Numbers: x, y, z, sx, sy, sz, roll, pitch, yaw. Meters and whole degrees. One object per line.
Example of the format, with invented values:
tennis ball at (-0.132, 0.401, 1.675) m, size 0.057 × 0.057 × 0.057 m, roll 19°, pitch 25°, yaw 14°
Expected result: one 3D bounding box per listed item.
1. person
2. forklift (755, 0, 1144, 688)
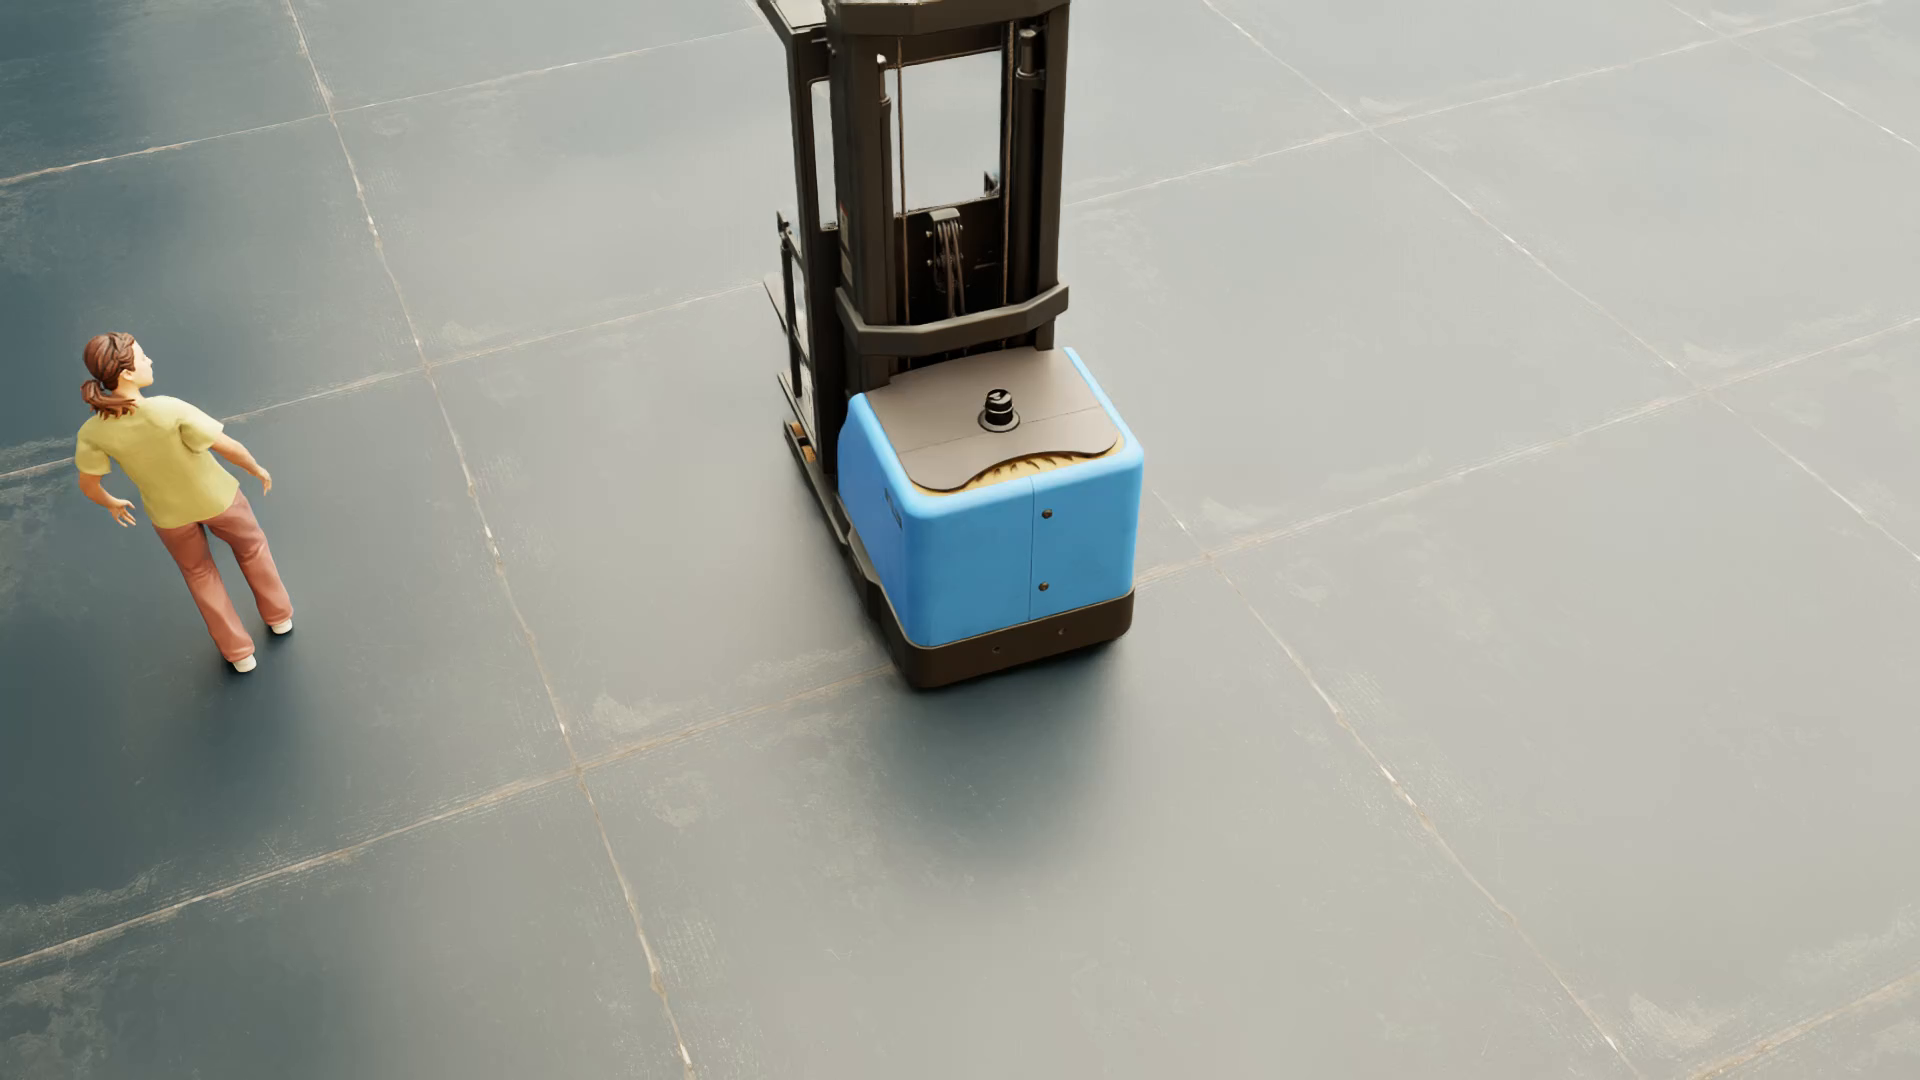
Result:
person at (-3.164, -0.178, 6.808) m, size 0.665 × 1.655 × 0.494 m, roll -15°, pitch 45°, yaw -16°
forklift at (-0.231, -1.464, 7.249) m, size 1.130 × 2.935 × 3.031 m, roll -14°, pitch 45°, yaw -15°
